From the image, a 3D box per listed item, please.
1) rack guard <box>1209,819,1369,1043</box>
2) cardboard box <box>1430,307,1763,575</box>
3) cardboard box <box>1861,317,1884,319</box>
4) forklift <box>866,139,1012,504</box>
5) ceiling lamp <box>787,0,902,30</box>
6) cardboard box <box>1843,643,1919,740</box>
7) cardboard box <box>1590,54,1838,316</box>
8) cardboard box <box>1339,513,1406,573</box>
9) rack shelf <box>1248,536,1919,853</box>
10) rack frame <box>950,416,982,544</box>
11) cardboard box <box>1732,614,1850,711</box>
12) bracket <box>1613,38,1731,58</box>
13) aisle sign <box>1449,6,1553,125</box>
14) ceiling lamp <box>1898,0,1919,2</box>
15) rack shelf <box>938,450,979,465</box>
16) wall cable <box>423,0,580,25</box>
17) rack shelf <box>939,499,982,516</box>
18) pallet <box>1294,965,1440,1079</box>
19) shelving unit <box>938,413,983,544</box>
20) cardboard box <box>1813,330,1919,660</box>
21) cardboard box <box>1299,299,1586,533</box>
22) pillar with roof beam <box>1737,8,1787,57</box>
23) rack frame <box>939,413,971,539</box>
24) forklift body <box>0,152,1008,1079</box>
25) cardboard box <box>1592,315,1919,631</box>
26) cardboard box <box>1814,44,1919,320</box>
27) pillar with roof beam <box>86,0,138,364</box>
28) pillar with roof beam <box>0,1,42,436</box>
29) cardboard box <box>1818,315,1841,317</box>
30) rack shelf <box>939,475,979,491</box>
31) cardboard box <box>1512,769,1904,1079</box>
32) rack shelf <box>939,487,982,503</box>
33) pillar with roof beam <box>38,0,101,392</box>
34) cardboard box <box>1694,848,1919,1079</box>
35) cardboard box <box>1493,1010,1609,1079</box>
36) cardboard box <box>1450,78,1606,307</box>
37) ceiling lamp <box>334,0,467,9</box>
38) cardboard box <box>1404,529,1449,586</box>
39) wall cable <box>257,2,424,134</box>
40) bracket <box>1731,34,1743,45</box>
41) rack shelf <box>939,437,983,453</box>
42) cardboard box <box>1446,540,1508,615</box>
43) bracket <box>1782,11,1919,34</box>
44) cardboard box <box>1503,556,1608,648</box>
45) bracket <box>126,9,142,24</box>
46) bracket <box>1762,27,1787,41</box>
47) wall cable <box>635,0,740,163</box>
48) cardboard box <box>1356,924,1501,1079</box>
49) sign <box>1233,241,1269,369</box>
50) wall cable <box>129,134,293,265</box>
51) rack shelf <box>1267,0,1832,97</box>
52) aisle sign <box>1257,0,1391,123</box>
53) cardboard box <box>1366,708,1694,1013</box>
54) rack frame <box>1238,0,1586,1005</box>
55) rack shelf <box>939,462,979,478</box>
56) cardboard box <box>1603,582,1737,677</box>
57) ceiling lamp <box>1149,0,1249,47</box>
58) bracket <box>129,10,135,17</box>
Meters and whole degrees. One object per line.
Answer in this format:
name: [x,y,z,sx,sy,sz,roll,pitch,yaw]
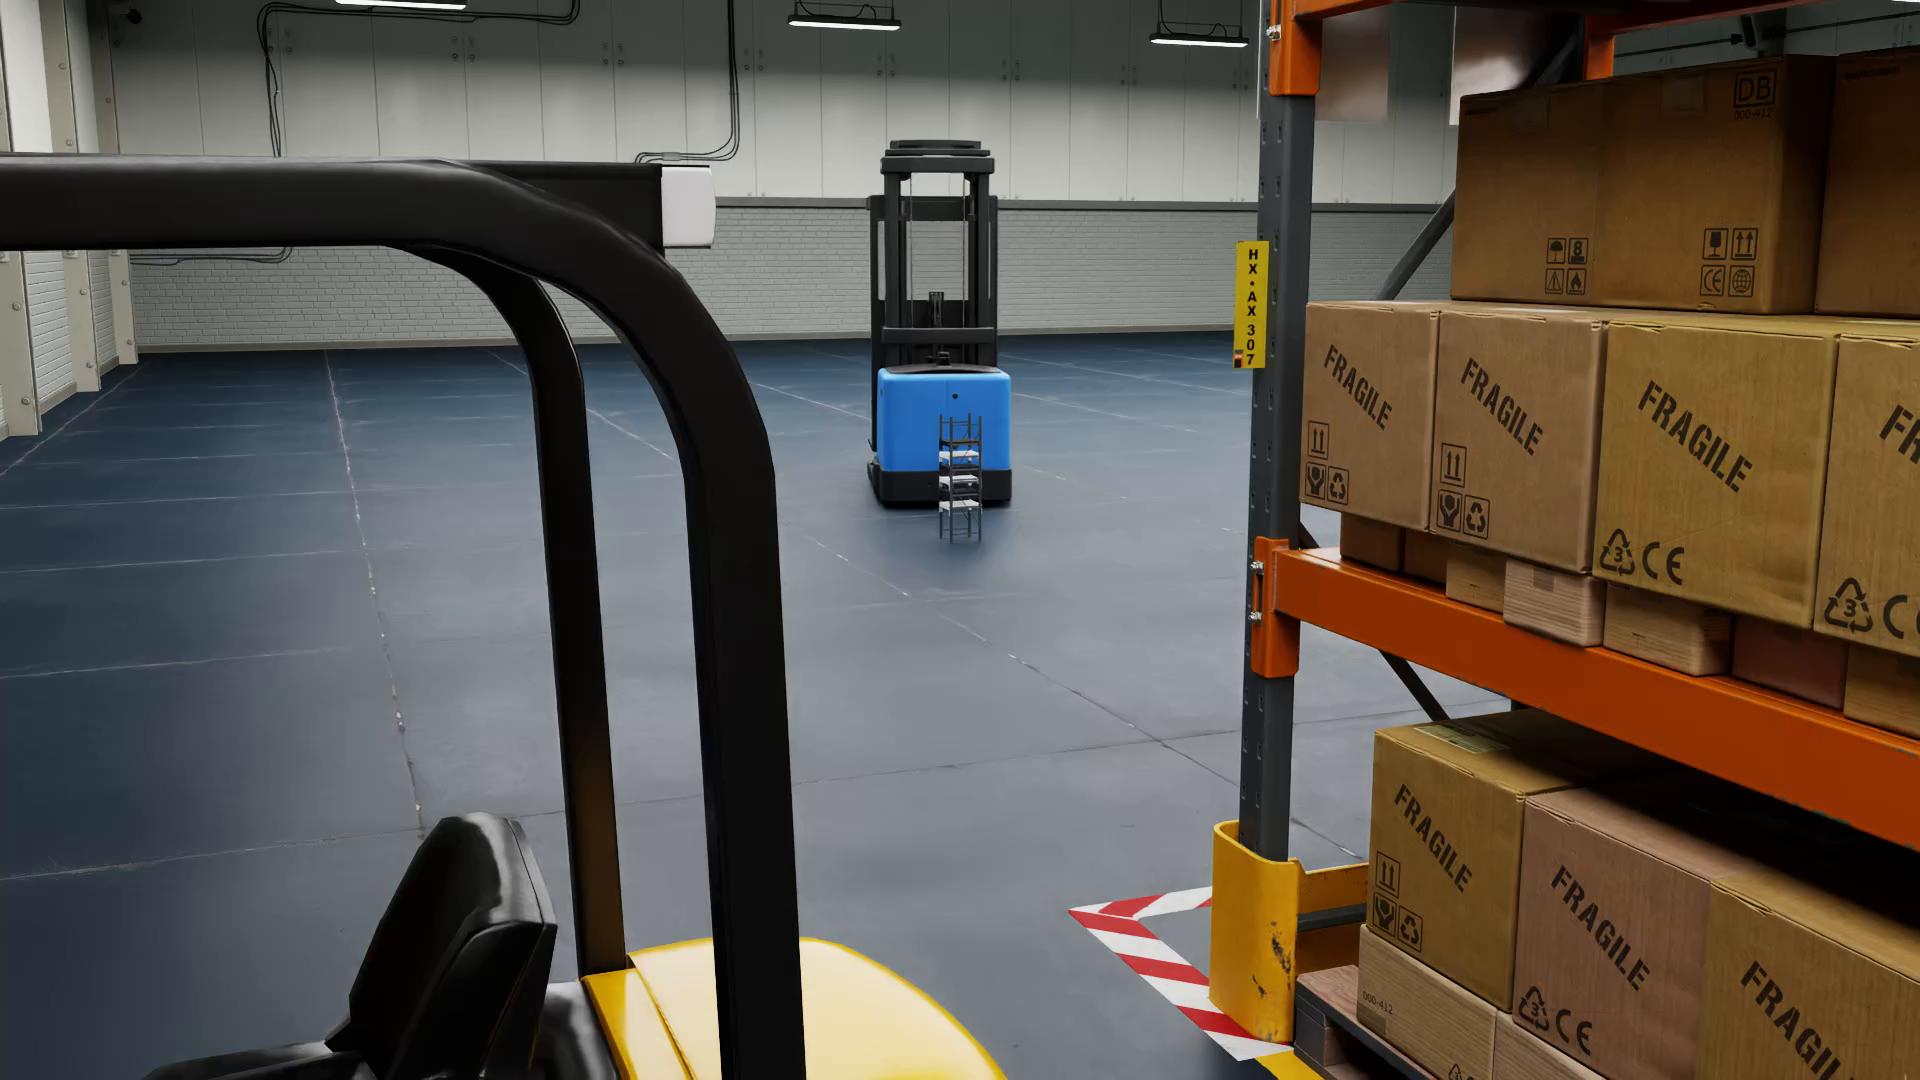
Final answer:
rack guard: [1.288,1.028,4.715,1.175,0.500,0.348,-4,11,-21]
cardboard box: [1.364,-0.232,3.523,0.500,0.500,0.500,-4,11,-19]
cardboard box: [2.069,-0.176,3.210,0.500,0.500,0.500,-4,11,-21]
forklift: [-0.247,-1.950,14.514,1.130,2.935,3.031,-1,10,-6]
ceiling lamp: [-2.109,-10.593,29.109,2.000,3.185,0.800,-4,11,-21]
cardboard box: [1.710,0.234,2.755,0.380,0.149,0.250,-4,11,-22]
cardboard box: [1.825,-0.751,3.586,0.700,0.500,0.500,-4,11,-20]
cardboard box: [1.191,-0.023,4.202,0.380,0.149,0.250,-4,11,-21]
rack shelf: [1.985,0.465,2.794,1.077,0.370,4.000,-4,11,-21]
rack frame: [0.040,-0.425,11.741,0.240,0.900,0.006,-4,11,-21]
cardboard box: [1.642,0.189,3.008,0.380,0.149,0.250,-4,11,-19]
bracket: [15.289,-10.840,36.886,0.076,0.066,4.783,-4,11,-21]
aisle sign: [1.508,-1.524,4.499,0.394,0.787,0.004,-4,11,-21]
ceiling lamp: [14.614,-10.040,25.883,2.000,3.144,0.800,-4,11,-21]
rack shelf: [0.003,-0.586,11.808,0.258,0.077,0.200,-4,11,-21]
wall cable: [-9.253,-11.709,33.510,3.097,2.526,0.112,-4,11,-21]
rack shelf: [0.003,-0.232,11.871,0.258,0.077,0.200,-4,11,-21]
pallet: [1.549,1.305,3.982,1.003,0.211,1.213,-4,11,-21]
shelving unit: [0.003,-0.442,11.834,0.258,0.900,0.210,-4,11,-21]
cardboard box: [1.742,-0.066,2.593,0.500,0.500,0.500,-4,11,-22]
cardboard box: [1.174,-0.316,3.998,0.500,0.500,0.500,-4,11,-22]
pillar with roof beam: [12.697,-8.326,33.031,9.100,9.000,0.548,-4,11,-21]
rack frame: [-0.034,-0.458,11.927,0.240,0.900,0.006,-4,11,-21]
forklift body: [-0.977,0.712,1.777,2.313,2.155,1.214,-4,11,-21]
cardboard box: [1.550,-0.149,3.056,0.500,0.500,0.500,-4,11,-22]
cardboard box: [2.106,-0.674,3.154,0.700,0.500,0.500,-4,11,-22]
pillar with roof beam: [-10.811,-7.853,30.371,9.100,9.000,0.548,-4,11,-21]
pillar with roof beam: [-6.463,-5.894,19.359,9.100,9.000,0.400,-4,11,-21]
cardboard box: [1.891,-0.258,3.670,0.500,0.500,0.500,-4,11,-21]
rack shelf: [0.003,-0.409,11.840,0.258,0.077,0.200,-4,11,-21]
cardboard box: [1.498,0.801,3.366,0.500,0.500,0.500,-4,11,-23]
rack shelf: [0.003,-0.320,11.855,0.258,0.077,0.200,-4,11,-21]
pillar with roof beam: [-8.637,-6.873,24.865,9.100,9.000,0.400,-4,11,-21]
cardboard box: [1.672,0.883,2.902,0.500,0.500,0.500,-4,11,-20]
cardboard box: [1.473,1.165,3.460,0.500,0.250,0.500,-3,11,-19]
cardboard box: [1.649,-0.834,4.053,0.700,0.500,0.500,-4,11,-22]
ceiling lamp: [-8.997,-10.124,26.472,2.000,3.185,0.800,-4,11,-21]
cardboard box: [1.296,0.017,3.976,0.380,0.149,0.250,-4,11,-20]
wall cable: [-12.137,-9.274,32.805,3.097,2.526,0.112,-4,11,-21]
bracket: [16.229,-10.416,34.506,0.235,0.232,0.430,-4,11,-21]
rack shelf: [0.003,-0.675,11.792,0.258,0.077,0.200,-4,11,-21]
cardboard box: [1.316,0.066,3.703,0.380,0.149,0.250,-4,11,-23]
bracket: [17.463,-9.860,31.380,0.076,0.066,4.783,-4,11,-21]
cardboard box: [1.365,0.110,3.454,0.380,0.149,0.250,-4,11,-20]
bracket: [-15.502,-9.829,31.202,0.235,0.232,0.430,-4,11,-21]
bracket: [16.529,-10.281,33.745,0.235,0.232,0.430,-4,11,-21]
wall cable: [-5.805,-10.418,35.084,2.305,6.003,0.169,-4,11,-21]
cardboard box: [1.295,1.081,3.931,0.500,0.250,0.500,-4,11,-21]
sign: [0.755,-0.607,4.297,0.100,0.325,0.005,-4,11,-21]
wall cable: [-14.659,-6.615,32.282,3.097,2.526,0.112,-4,11,-21]
rack shelf: [1.985,-1.012,2.531,1.077,0.370,4.000,-4,11,-21]
aisle sign: [0.949,-1.486,4.285,0.394,0.787,0.004,-4,11,-21]
cardboard box: [1.304,0.715,3.844,0.500,0.500,0.500,-4,11,-23]
rack frame: [1.261,-0.215,4.566,1.000,3.000,0.127,-4,11,-21]
rack shelf: [0.003,-0.498,11.824,0.258,0.077,0.200,-4,11,-21]
cardboard box: [1.490,0.150,3.229,0.380,0.149,0.250,-4,11,-19]
ceiling lamp: [4.471,-11.041,31.628,2.000,3.185,0.800,-4,11,-21]
bracket: [-15.288,-9.732,30.660,0.076,0.066,3.189,-4,11,-21]
